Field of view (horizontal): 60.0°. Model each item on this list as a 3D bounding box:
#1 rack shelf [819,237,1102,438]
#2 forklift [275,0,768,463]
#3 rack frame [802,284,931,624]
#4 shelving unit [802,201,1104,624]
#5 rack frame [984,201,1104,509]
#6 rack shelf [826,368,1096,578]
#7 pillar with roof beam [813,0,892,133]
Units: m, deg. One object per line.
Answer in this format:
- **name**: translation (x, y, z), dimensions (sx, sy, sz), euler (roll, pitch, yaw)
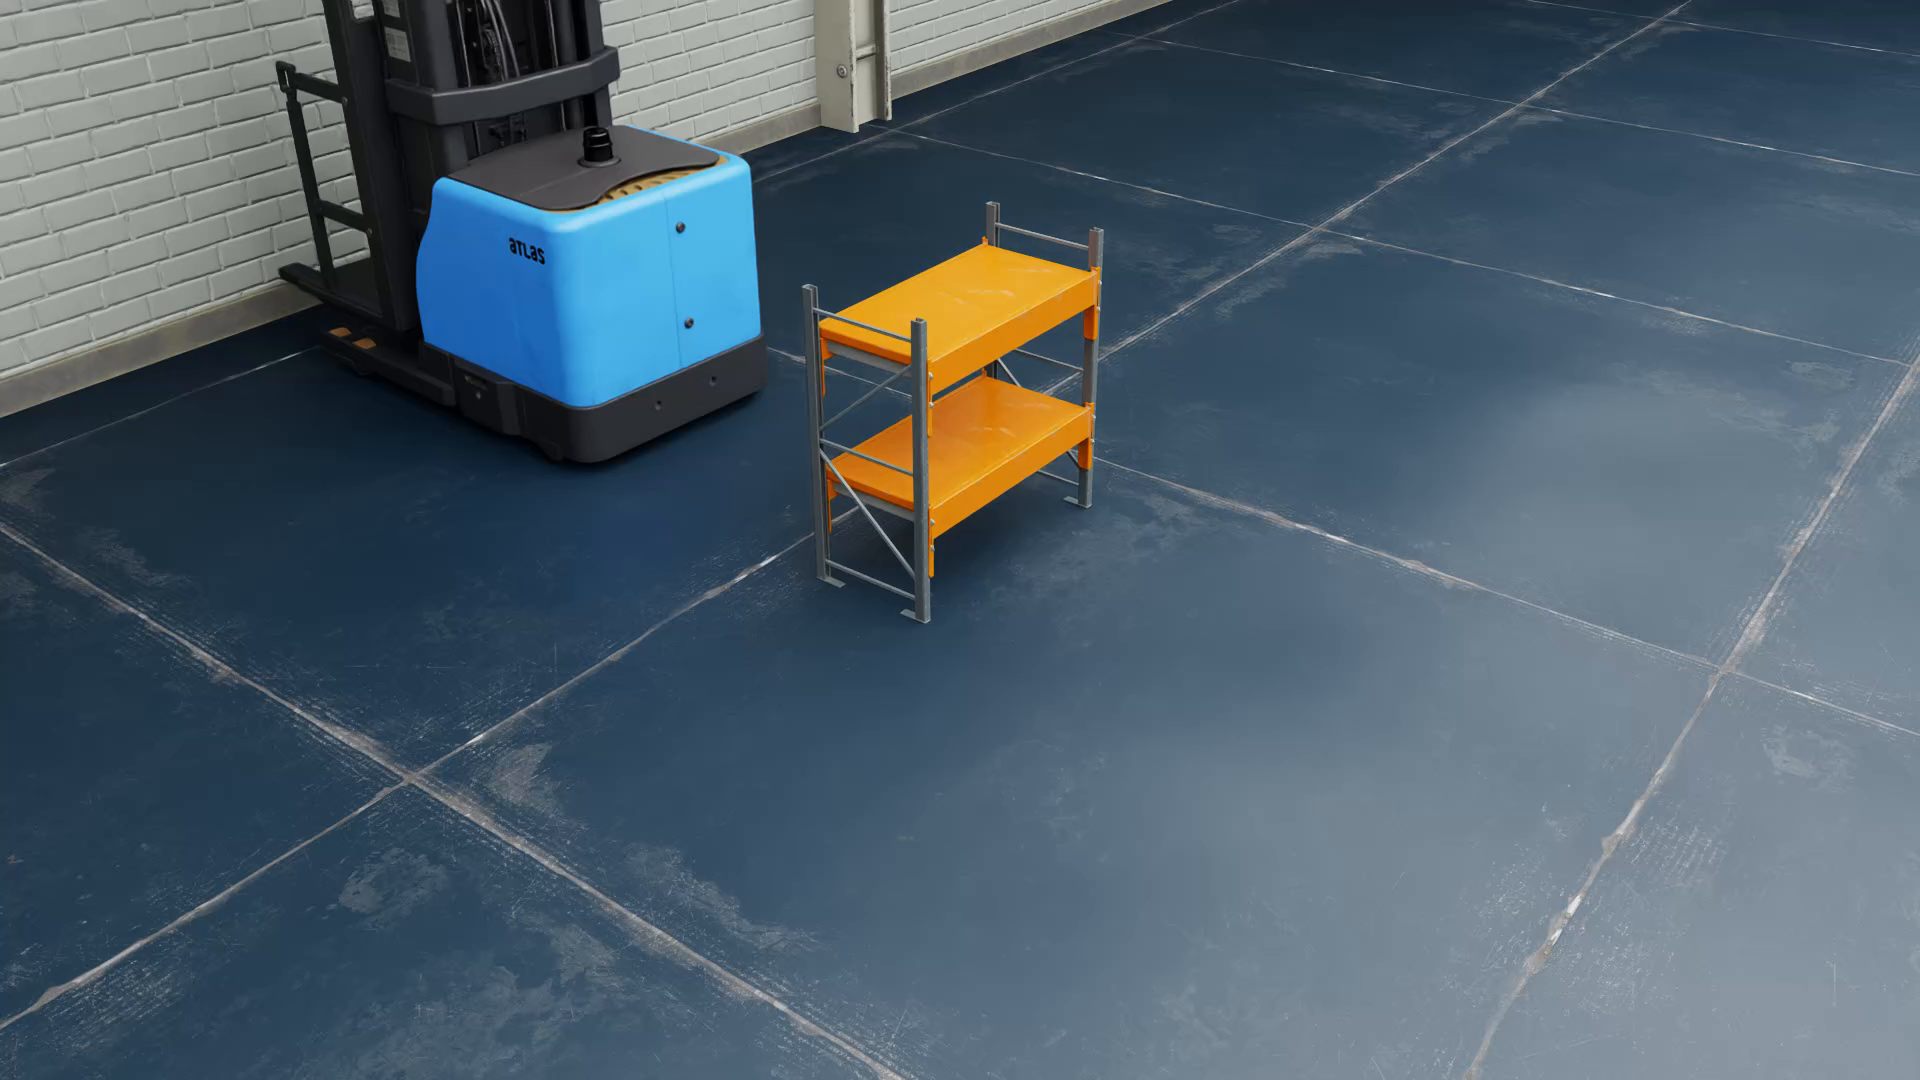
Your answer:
- **rack shelf**: translation (-0.004, -0.733, 5.809), dimensions (0.538, 0.278, 1.000), euler (21, 37, 31)
- **forklift**: translation (-2.294, -2.184, 7.061), dimensions (3.031, 2.935, 1.130), euler (23, 38, 34)
- **rack frame**: translation (-0.311, -0.275, 5.610), dimensions (0.500, 1.125, 0.032), euler (21, 37, 31)
- **shelving unit**: translation (-0.004, -0.481, 5.959), dimensions (0.538, 1.125, 1.048), euler (21, 37, 31)
- **rack frame**: translation (0.303, -0.688, 6.307), dimensions (0.500, 1.125, 0.032), euler (21, 37, 31)
- **rack shelf**: translation (-0.004, -0.271, 6.083), dimensions (0.538, 0.278, 1.000), euler (21, 37, 31)
- **pillar with roof beam**: translation (2.747, -5.281, 6.334), dimensions (9.100, 9.000, 0.400), euler (21, 37, 31)
